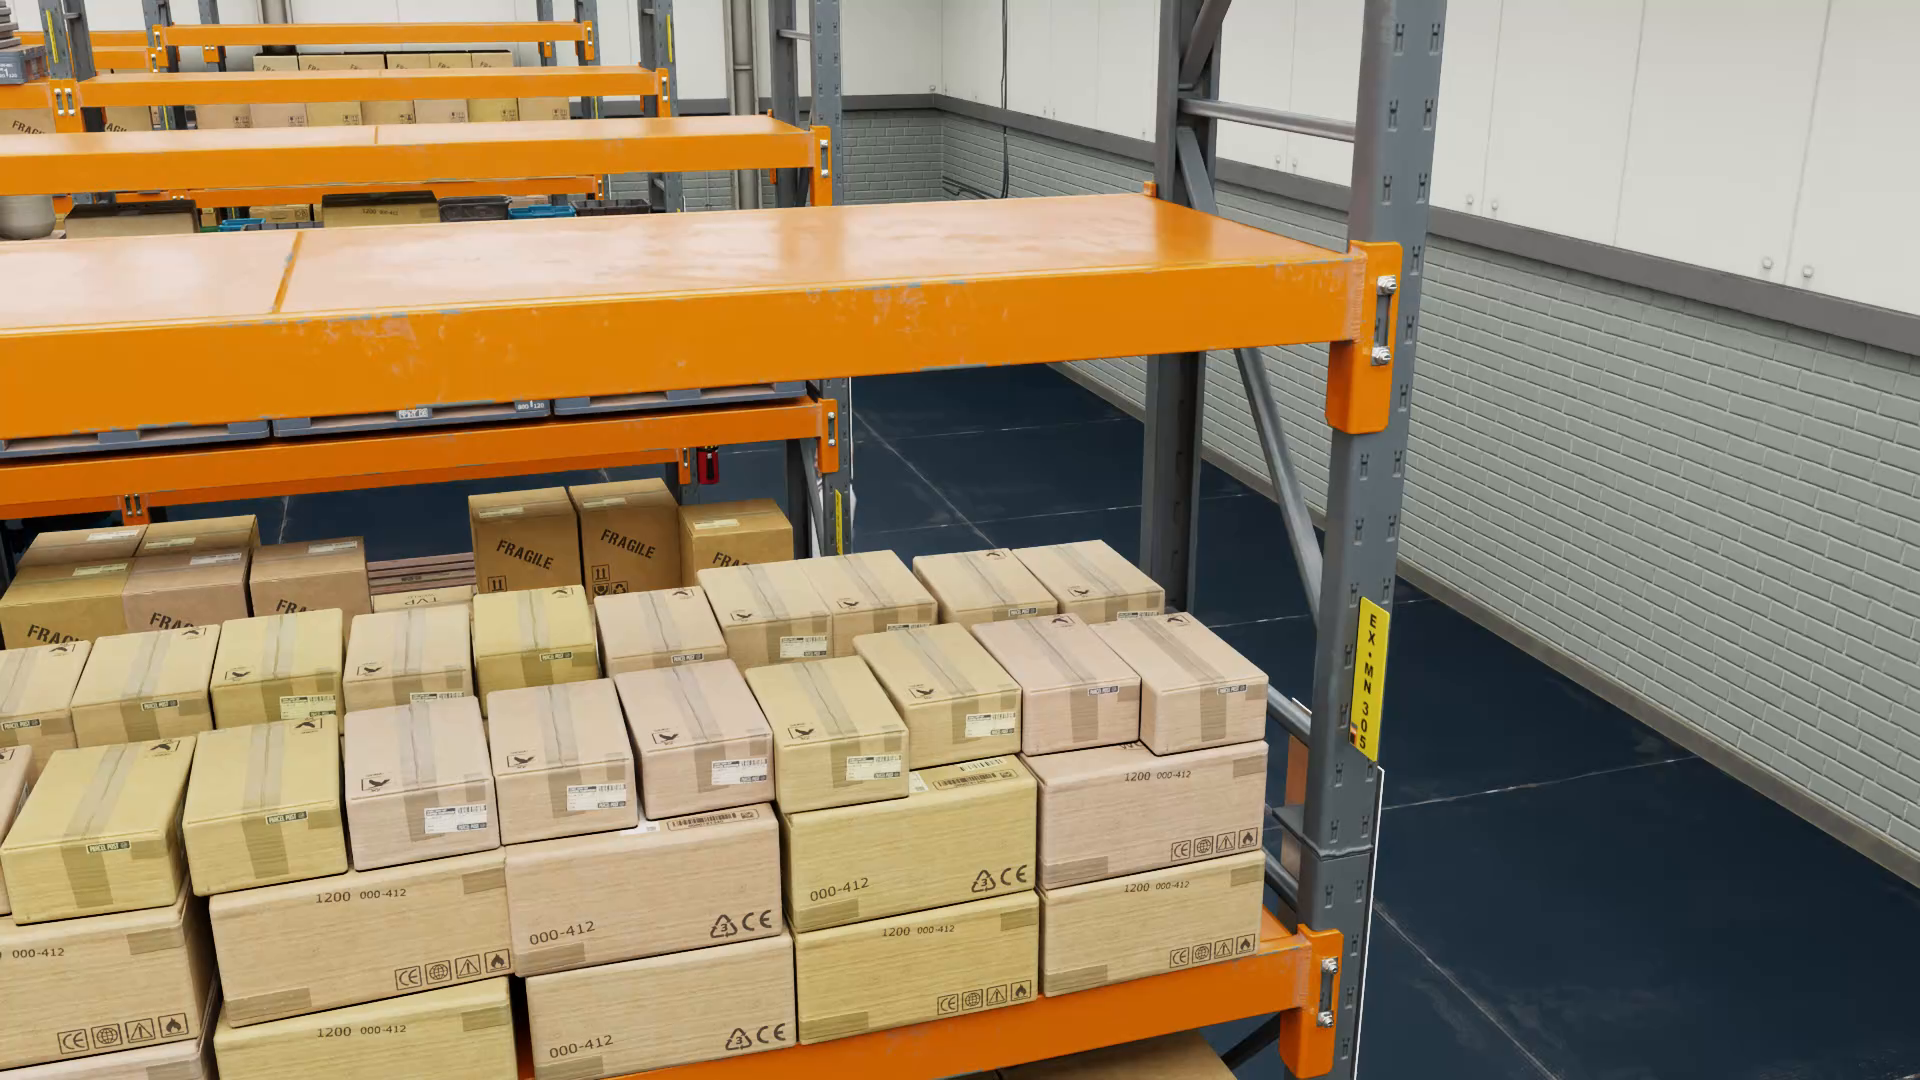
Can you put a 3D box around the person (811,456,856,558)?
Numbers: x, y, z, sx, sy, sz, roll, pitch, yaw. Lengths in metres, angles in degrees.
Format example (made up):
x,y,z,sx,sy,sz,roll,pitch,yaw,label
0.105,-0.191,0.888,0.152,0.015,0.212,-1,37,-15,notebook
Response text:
x,y,z,sx,sy,sz,roll,pitch,yaw,label
-0.965,0.200,11.462,0.463,1.791,0.619,-6,20,-17,person
